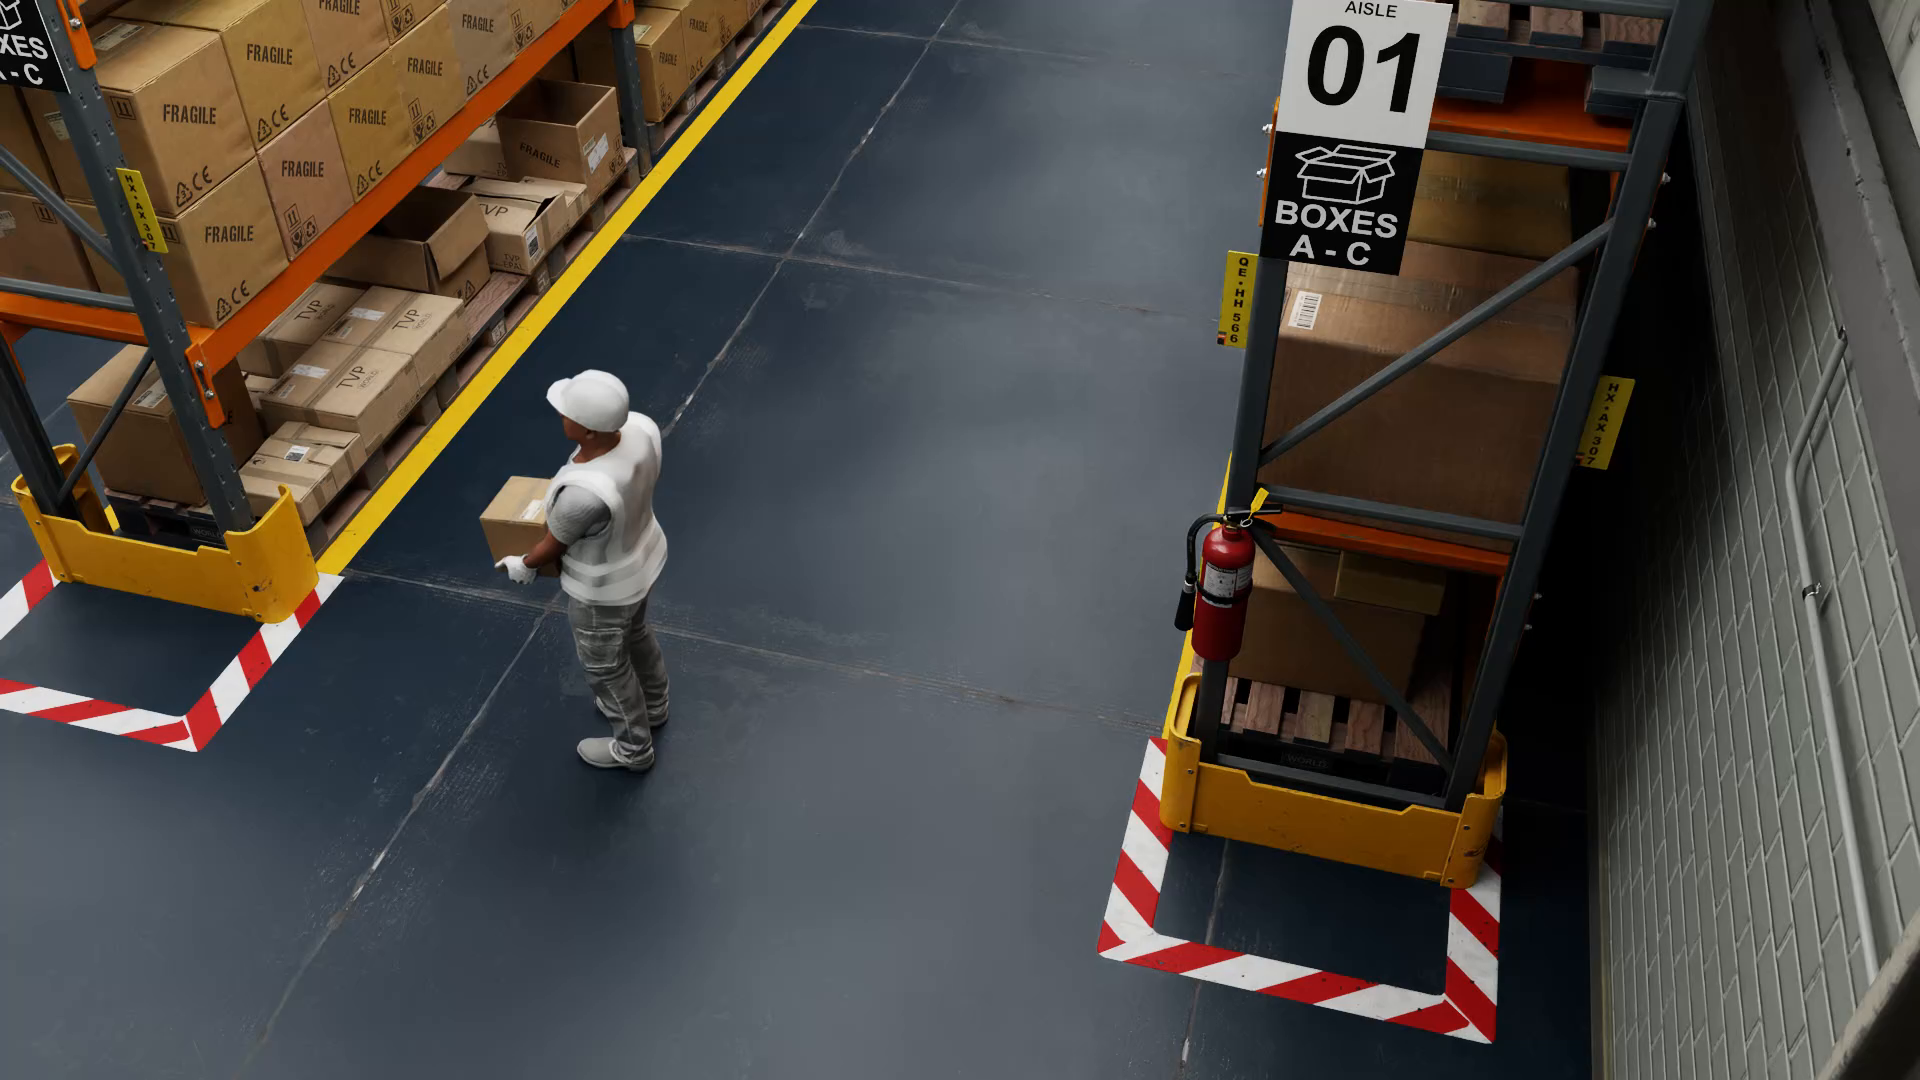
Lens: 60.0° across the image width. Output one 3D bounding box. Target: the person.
[{"bbox_3d":[-1.349,0.105,6.021,0.573,1.782,0.493,10,42,11],"label":"person"}]
